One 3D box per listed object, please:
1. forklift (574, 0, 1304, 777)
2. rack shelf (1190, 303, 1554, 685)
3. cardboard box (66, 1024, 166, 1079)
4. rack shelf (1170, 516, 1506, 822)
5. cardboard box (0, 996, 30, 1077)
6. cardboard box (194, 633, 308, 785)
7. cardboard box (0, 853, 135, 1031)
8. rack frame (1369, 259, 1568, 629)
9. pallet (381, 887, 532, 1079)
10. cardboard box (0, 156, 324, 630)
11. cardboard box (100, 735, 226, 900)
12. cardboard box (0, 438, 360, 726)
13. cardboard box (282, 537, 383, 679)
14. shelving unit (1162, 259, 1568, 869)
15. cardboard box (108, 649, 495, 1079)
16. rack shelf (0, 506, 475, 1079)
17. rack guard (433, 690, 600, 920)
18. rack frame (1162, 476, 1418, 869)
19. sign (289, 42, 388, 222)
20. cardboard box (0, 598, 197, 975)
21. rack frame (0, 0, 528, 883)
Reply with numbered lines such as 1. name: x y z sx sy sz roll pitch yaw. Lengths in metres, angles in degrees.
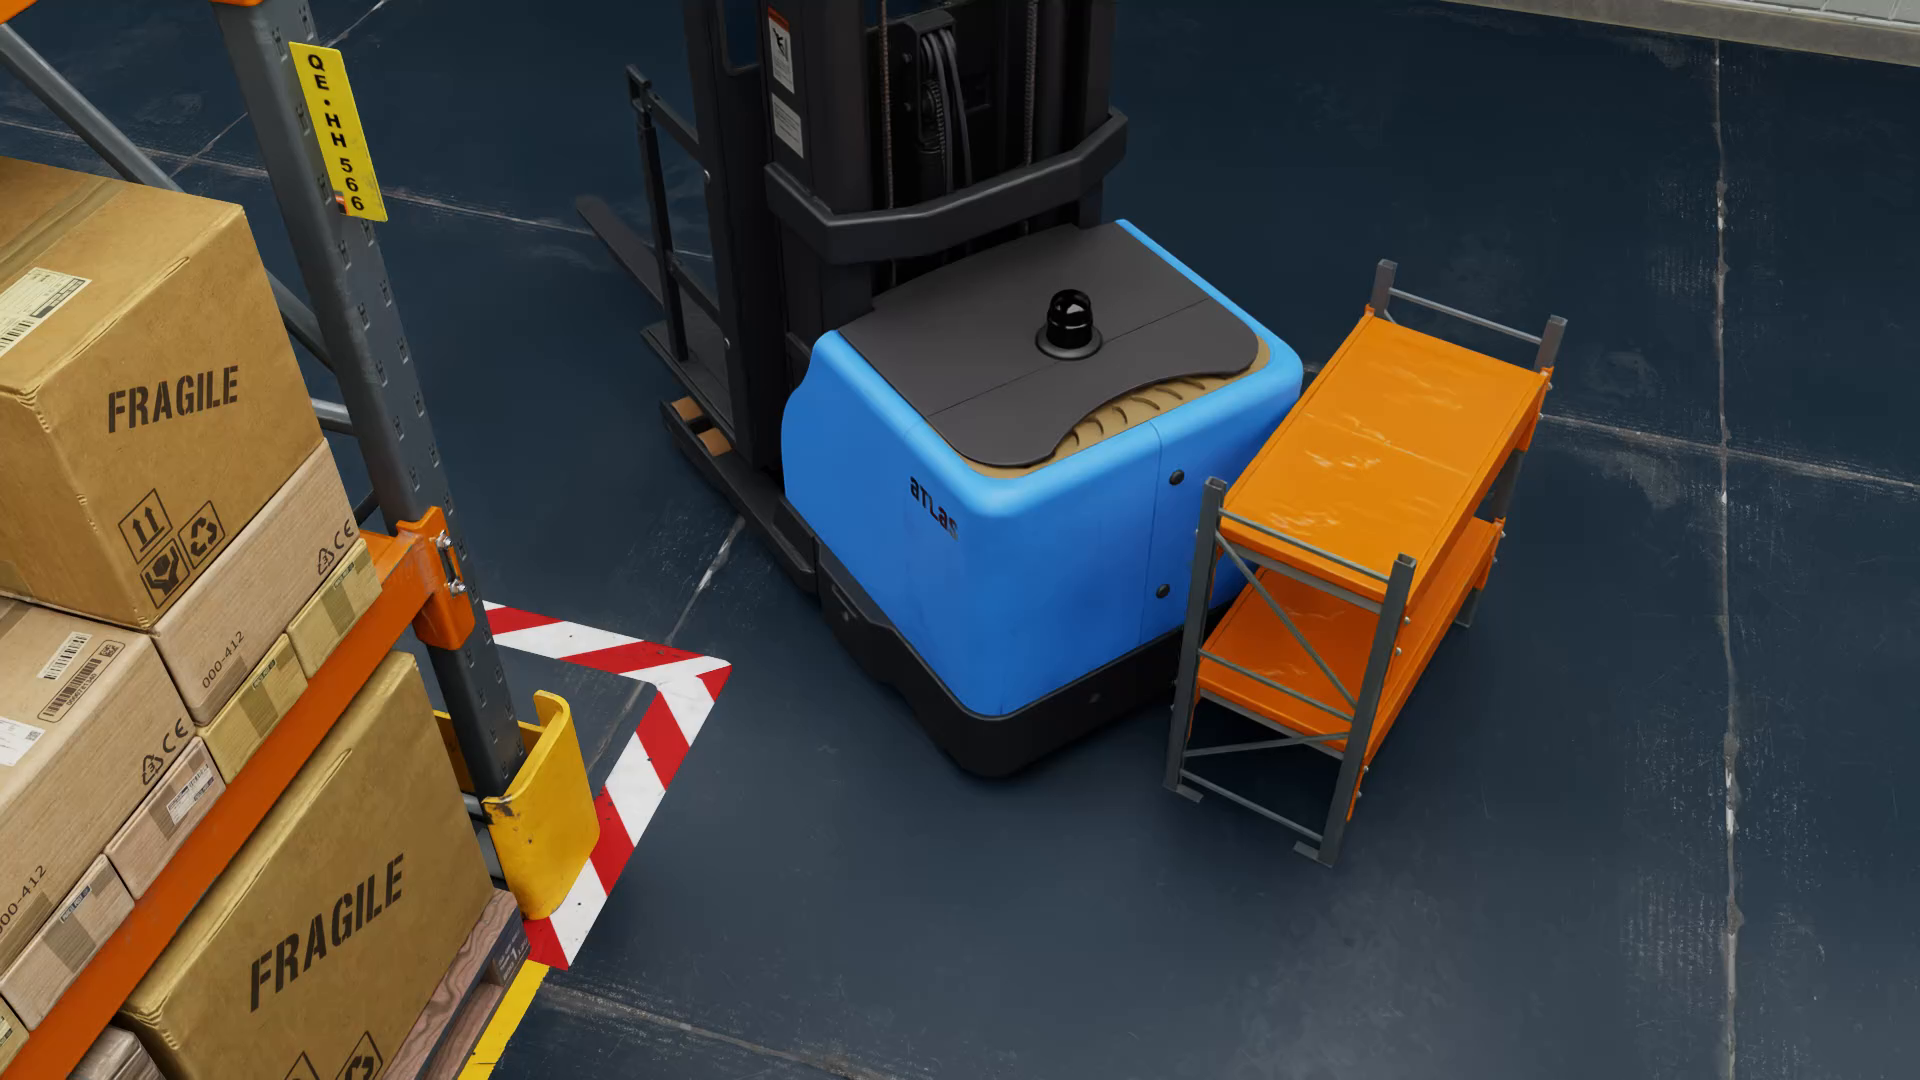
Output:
1. forklift: -0.339 -1.413 4.599 1.130 2.935 3.031 -25 49 -23
2. rack shelf: 1.047 -0.150 4.180 0.538 0.278 1.000 24 49 23
3. cardboard box: -1.955 1.350 2.944 0.875 0.875 0.875 13 46 13
4. rack shelf: 1.047 0.234 4.556 0.538 0.278 1.000 24 49 23
5. cardboard box: -1.664 0.769 2.499 0.380 0.149 0.250 12 46 12
6. cardboard box: -1.433 0.262 3.018 0.380 0.149 0.250 13 46 13
7. cardboard box: -1.587 0.596 2.676 0.380 0.149 0.250 13 46 13
8. rack frame: 1.321 -0.240 4.691 0.500 1.125 0.032 24 49 23
9. pallet: -1.730 1.237 3.835 1.003 0.211 1.213 13 46 13
10. cardboard box: -1.459 -0.249 2.718 0.500 0.500 0.500 13 46 13
11. cardboard box: -1.511 0.429 2.846 0.380 0.149 0.250 13 46 13
12. cardboard box: -1.456 0.018 2.982 0.500 0.250 0.500 12 46 12
13. cardboard box: -1.356 0.088 3.195 0.380 0.149 0.250 13 46 13
14. shelving unit: 1.047 0.059 4.385 0.538 1.125 1.048 24 49 23
15. cardboard box: -1.680 0.744 3.564 0.875 0.875 0.875 13 46 13
16. rack shelf: -2.168 1.281 2.310 1.077 0.370 4.000 13 46 13
17. rack guard: -1.555 0.568 4.312 1.175 0.500 0.348 13 46 13
18. rack frame: 0.773 0.359 4.079 0.500 1.125 0.032 24 49 23
19. sign: -1.049 -0.683 2.806 0.100 0.325 0.005 13 46 13
20. cardboard box: -1.610 0.356 2.637 0.500 0.250 0.500 12 46 12
21. rack frame: -1.562 -0.309 3.421 1.000 3.000 0.127 13 46 13
